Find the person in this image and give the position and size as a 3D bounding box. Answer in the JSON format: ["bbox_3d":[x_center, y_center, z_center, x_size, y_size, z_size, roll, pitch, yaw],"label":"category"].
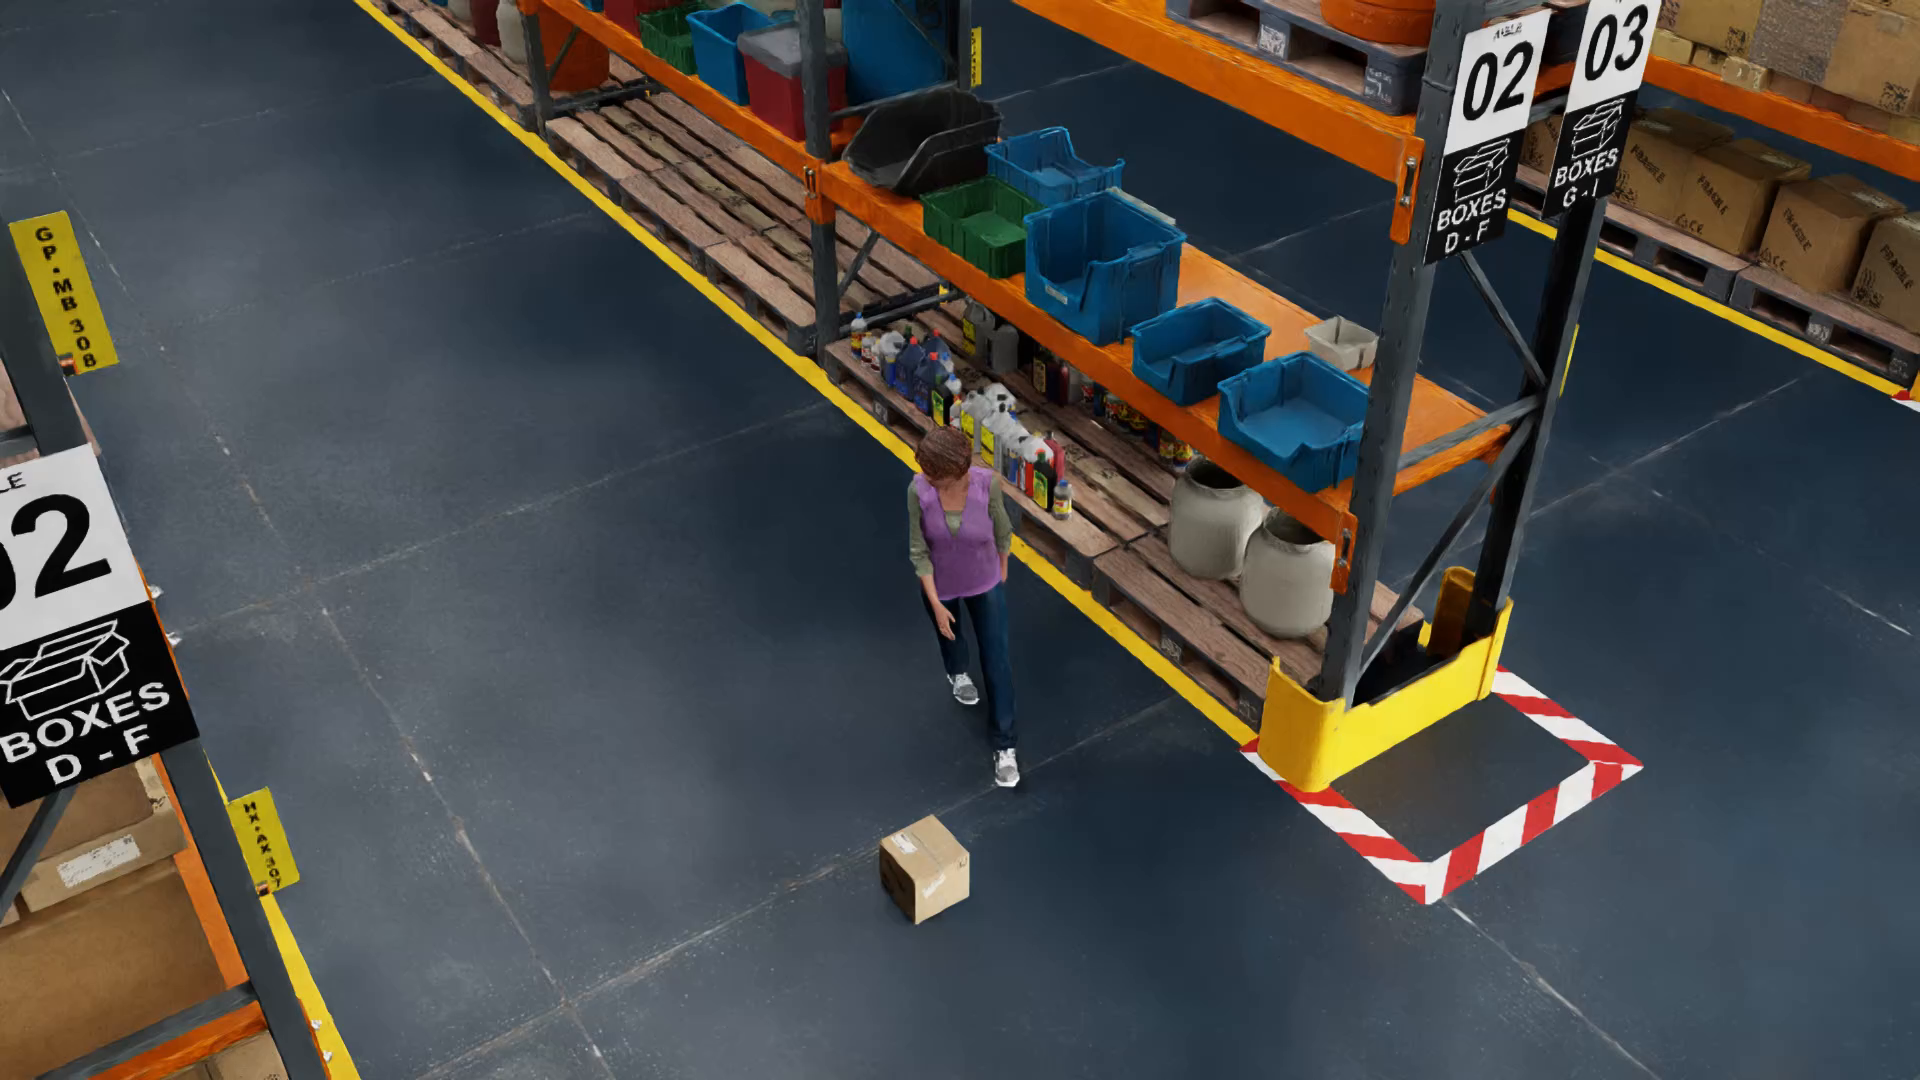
[{"bbox_3d":[0.024,0.205,6.735,0.458,1.548,0.832,1,37,1],"label":"person"}]
